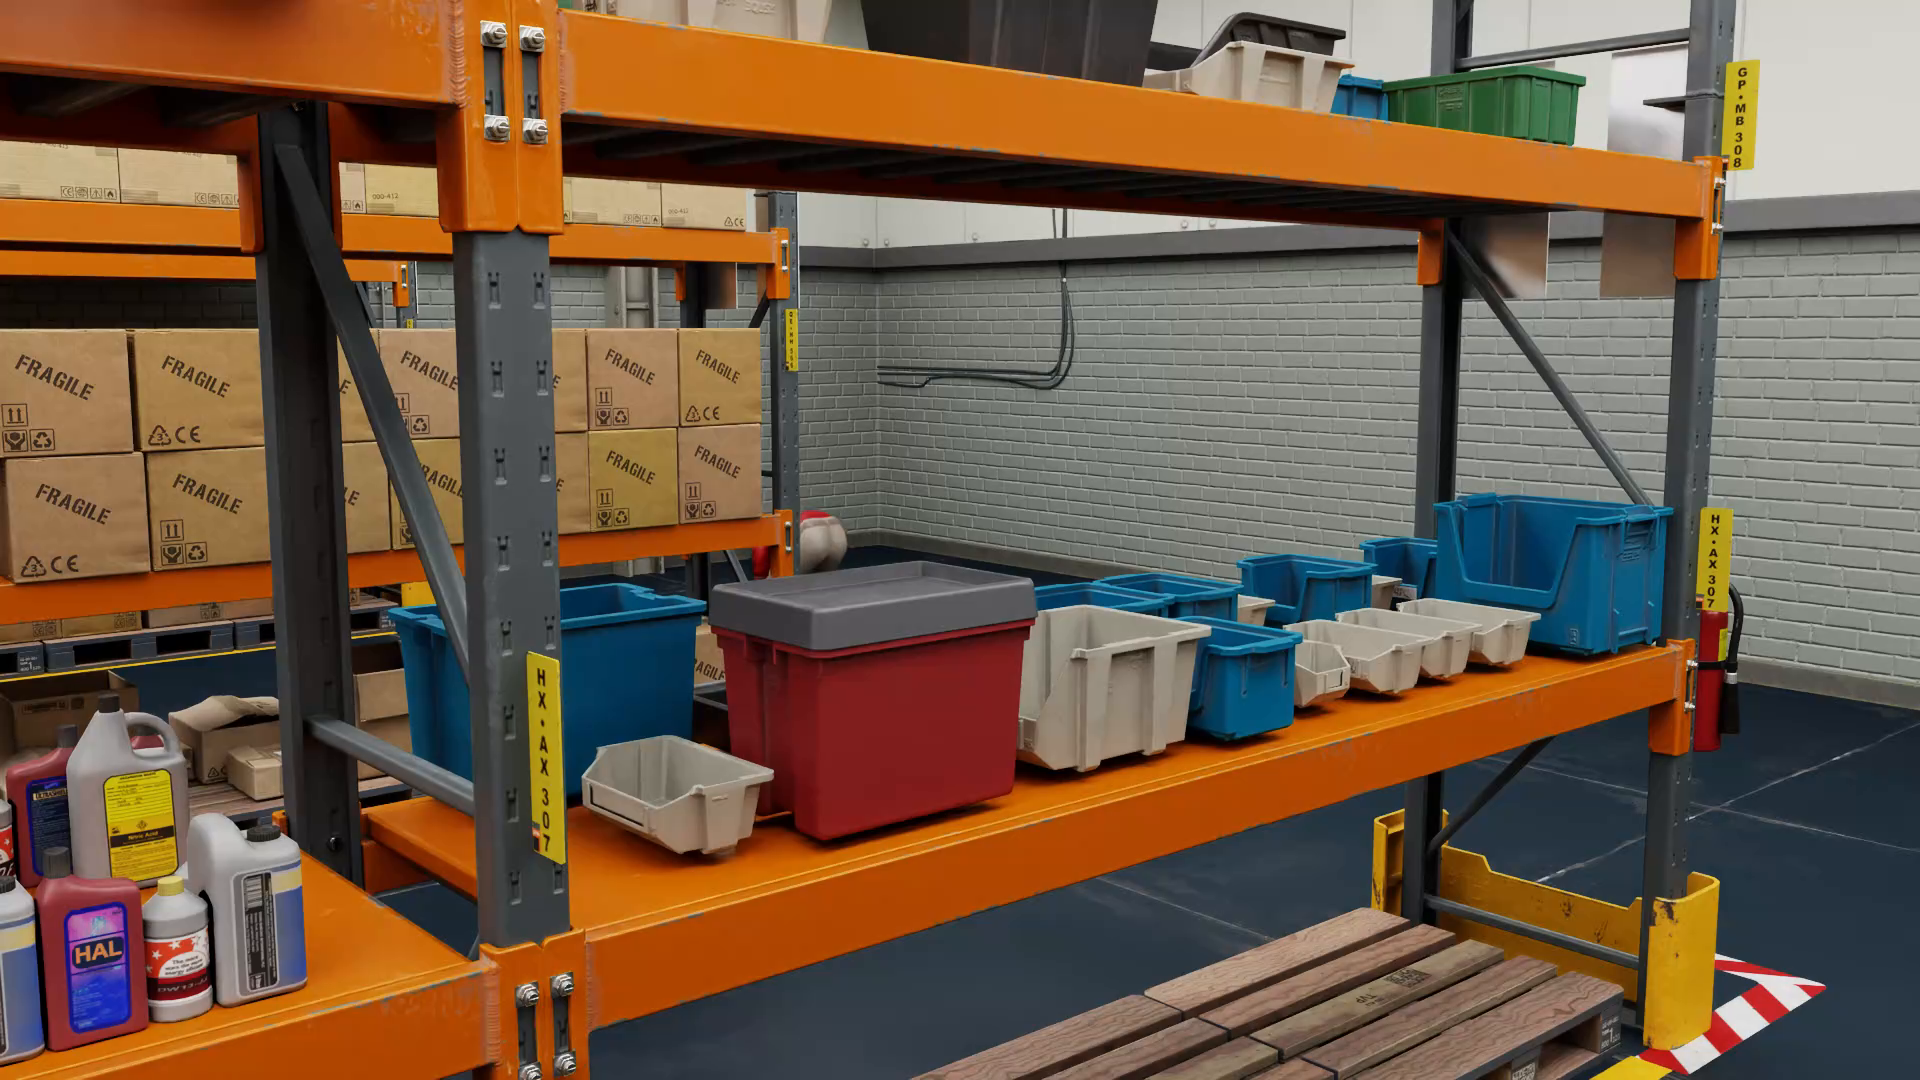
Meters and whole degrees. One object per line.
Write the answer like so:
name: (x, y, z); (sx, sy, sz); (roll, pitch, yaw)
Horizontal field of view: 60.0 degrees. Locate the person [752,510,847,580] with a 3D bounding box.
person: (-1.244, 0.257, 12.300); (0.530, 0.976, 0.958); (-7, 10, -44)
